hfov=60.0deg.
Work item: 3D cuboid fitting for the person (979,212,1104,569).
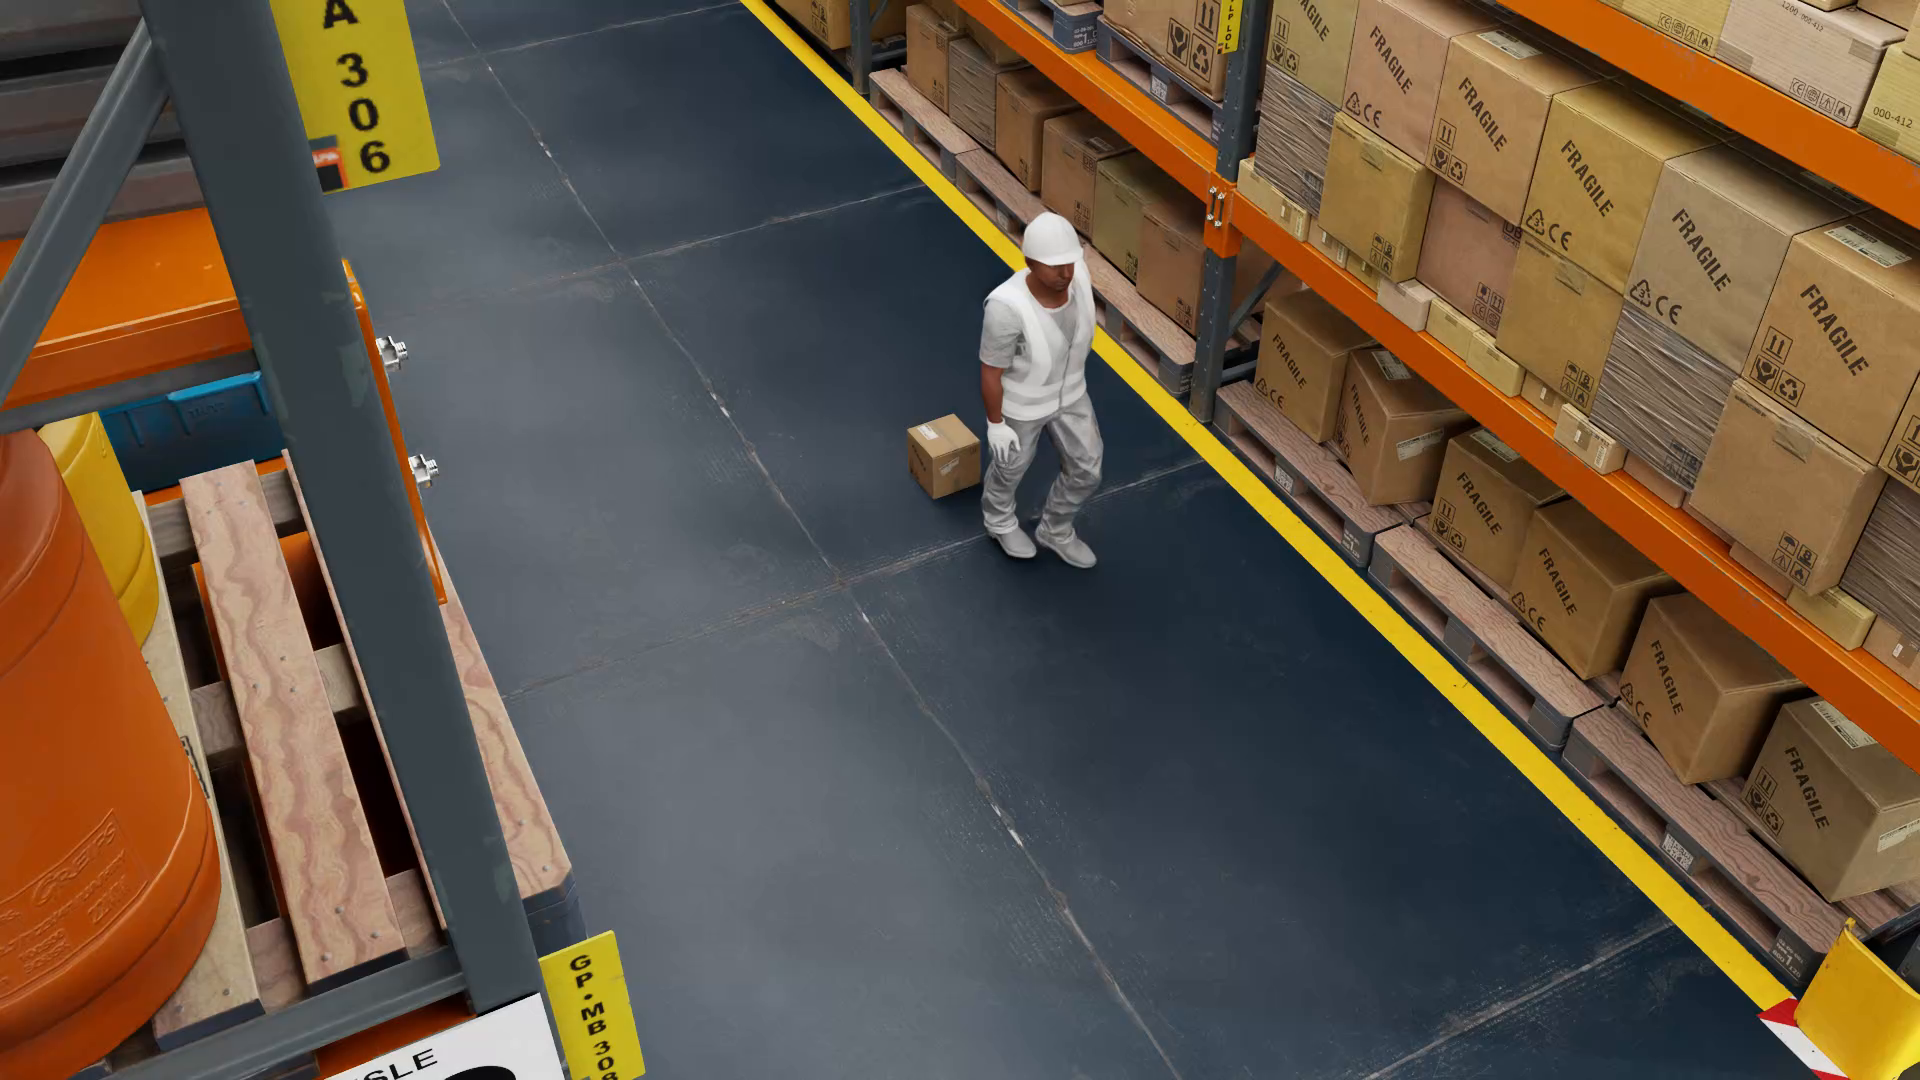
[{"bbox_3d":[0.300,-0.583,6.810,0.594,1.792,0.526,-25,47,-26],"label":"person"}]
